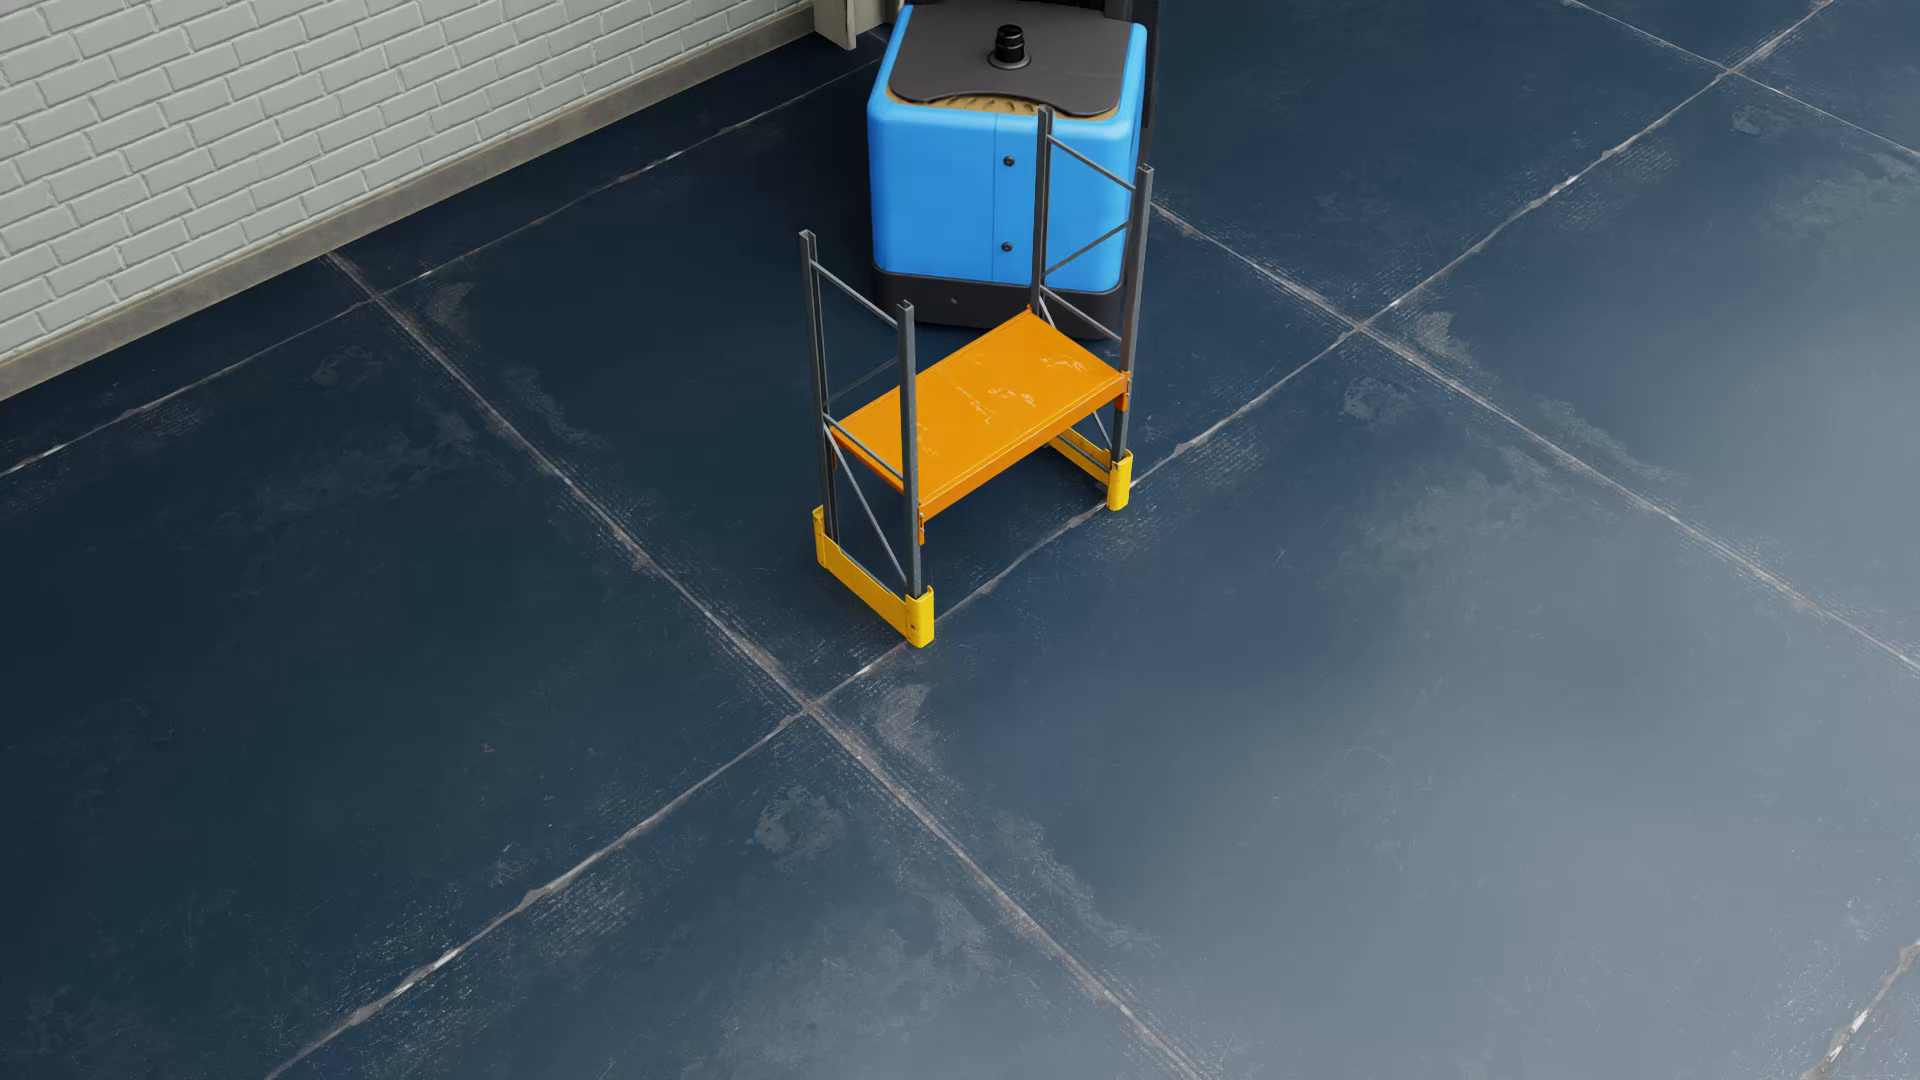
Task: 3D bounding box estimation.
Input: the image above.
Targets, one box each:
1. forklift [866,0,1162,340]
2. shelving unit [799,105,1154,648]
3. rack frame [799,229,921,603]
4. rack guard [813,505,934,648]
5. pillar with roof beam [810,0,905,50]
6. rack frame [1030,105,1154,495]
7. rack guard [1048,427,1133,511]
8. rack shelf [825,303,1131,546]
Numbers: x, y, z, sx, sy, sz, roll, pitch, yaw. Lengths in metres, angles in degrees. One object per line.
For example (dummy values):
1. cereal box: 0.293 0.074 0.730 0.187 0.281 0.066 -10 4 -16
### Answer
1. forklift: 0.365 -2.927 6.956 1.130 2.935 3.031 7 48 6
2. shelving unit: 0.056 -0.546 5.734 1.083 1.500 0.587 -34 56 -27
3. rack frame: -0.313 -0.299 5.506 0.032 1.500 0.500 -34 56 -27
4. rack guard: -0.312 0.124 5.966 0.087 0.250 0.587 -34 56 -27
5. pillar with roof beam: 2.363 -3.415 3.278 0.400 9.000 9.100 -34 56 -27
6. rack frame: 0.439 -0.802 5.970 0.032 1.500 0.500 -34 56 -27
7. rack guard: 0.425 -0.369 6.420 0.087 0.250 0.587 -34 56 -27
8. rack shelf: 0.063 -0.429 5.870 1.000 0.185 0.538 -34 56 -27
